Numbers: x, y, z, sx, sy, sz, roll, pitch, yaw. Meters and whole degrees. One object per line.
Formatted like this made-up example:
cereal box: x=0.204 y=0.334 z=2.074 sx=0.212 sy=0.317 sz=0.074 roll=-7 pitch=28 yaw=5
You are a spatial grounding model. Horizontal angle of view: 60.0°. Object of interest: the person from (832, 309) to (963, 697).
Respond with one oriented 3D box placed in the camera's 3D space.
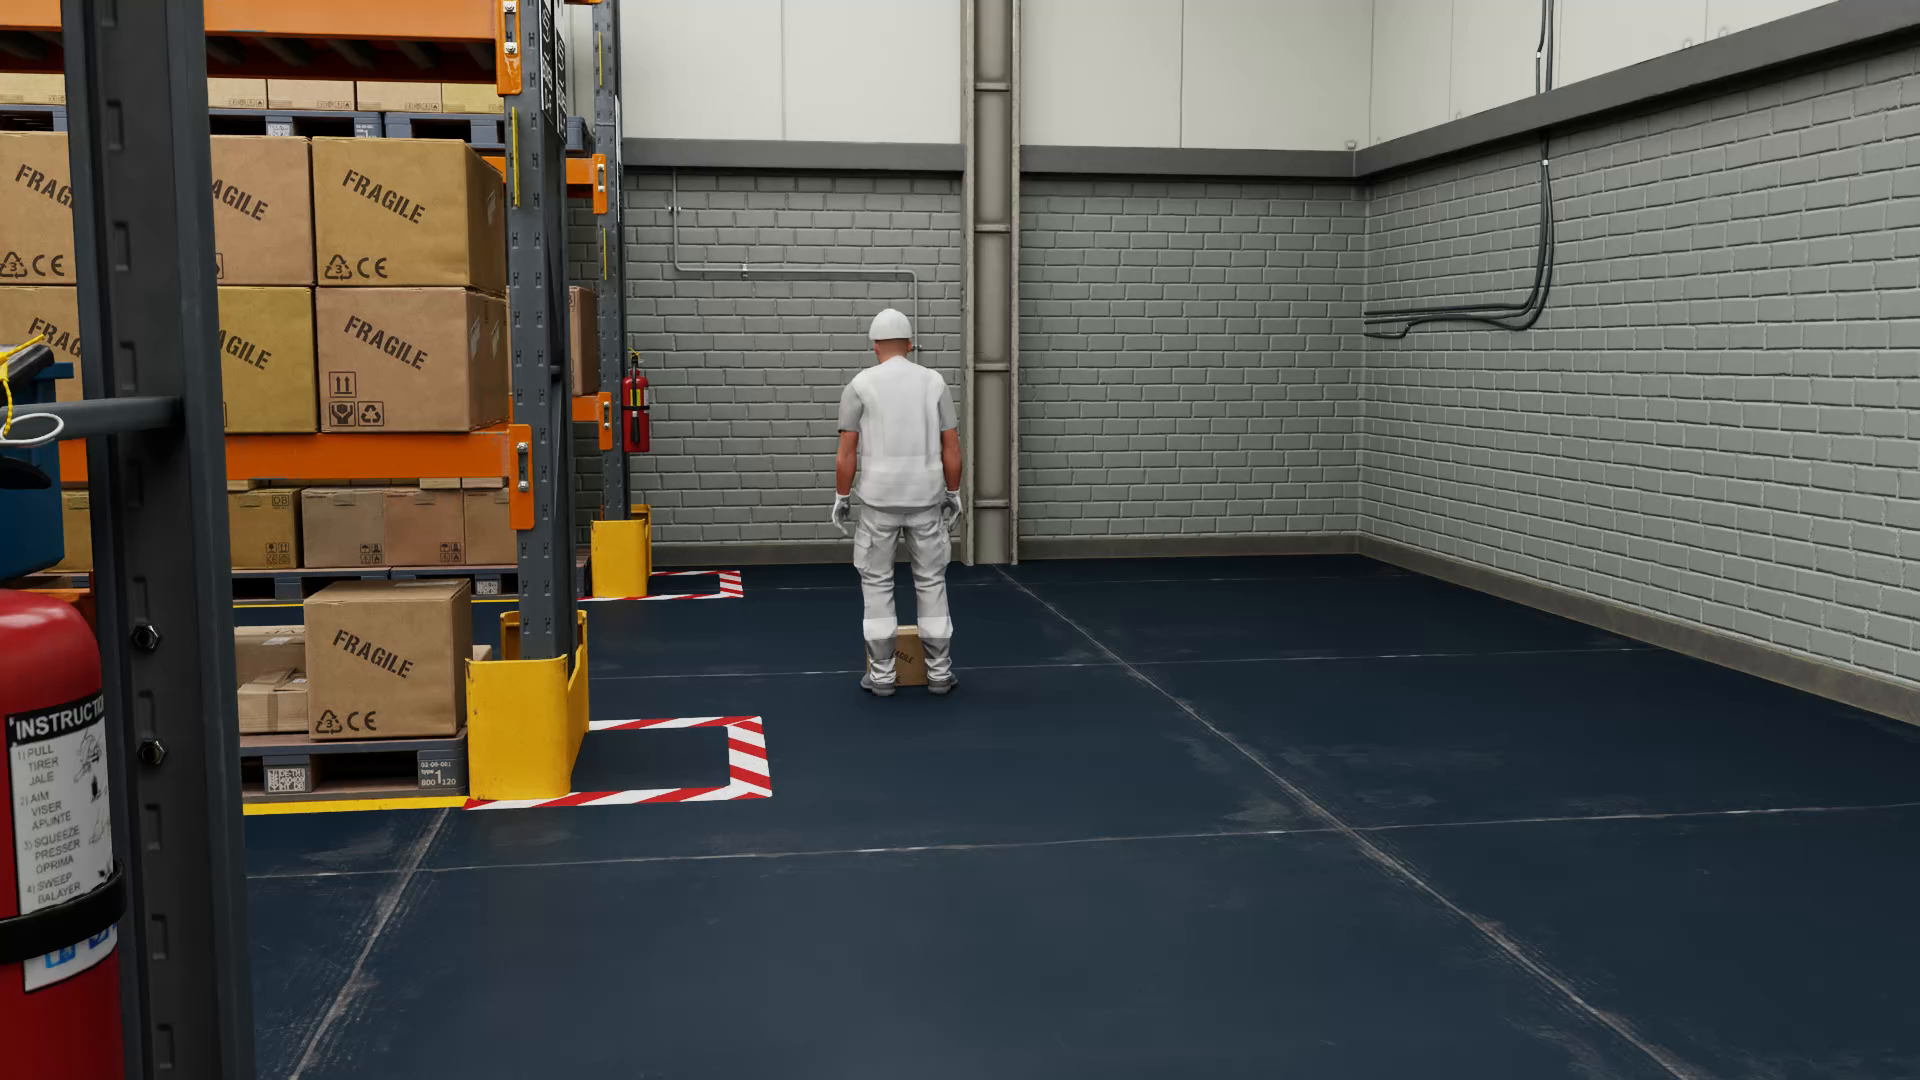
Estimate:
person: x=-0.285 y=-0.175 z=7.704 sx=0.620 sy=1.778 sz=0.445 roll=-1 pitch=7 yaw=-12
